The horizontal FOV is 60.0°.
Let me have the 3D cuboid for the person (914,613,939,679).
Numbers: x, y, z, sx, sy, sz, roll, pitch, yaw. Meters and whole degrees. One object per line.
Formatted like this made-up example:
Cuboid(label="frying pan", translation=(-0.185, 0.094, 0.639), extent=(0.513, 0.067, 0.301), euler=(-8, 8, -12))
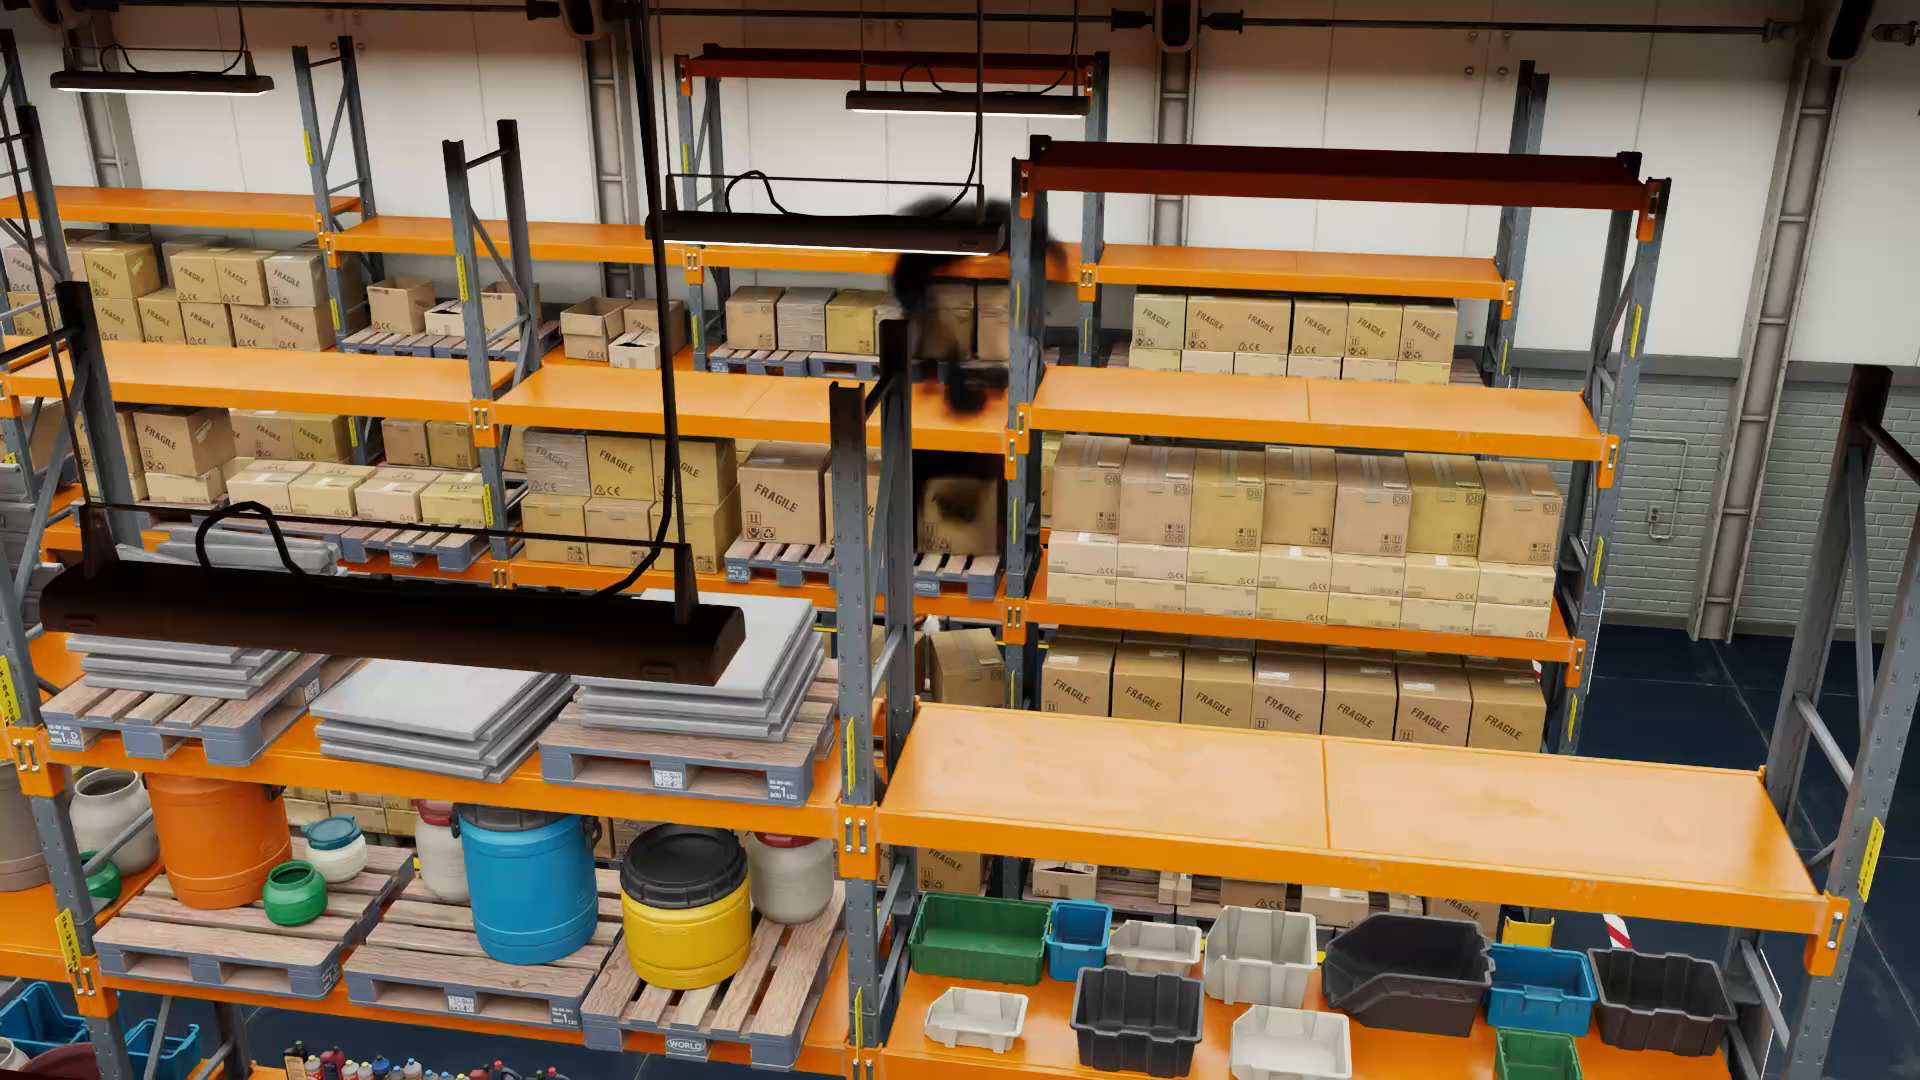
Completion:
Cuboid(label="person", translation=(-0.331, 0.893, 16.207), extent=(0.739, 1.640, 0.592), euler=(0, 23, 1))
